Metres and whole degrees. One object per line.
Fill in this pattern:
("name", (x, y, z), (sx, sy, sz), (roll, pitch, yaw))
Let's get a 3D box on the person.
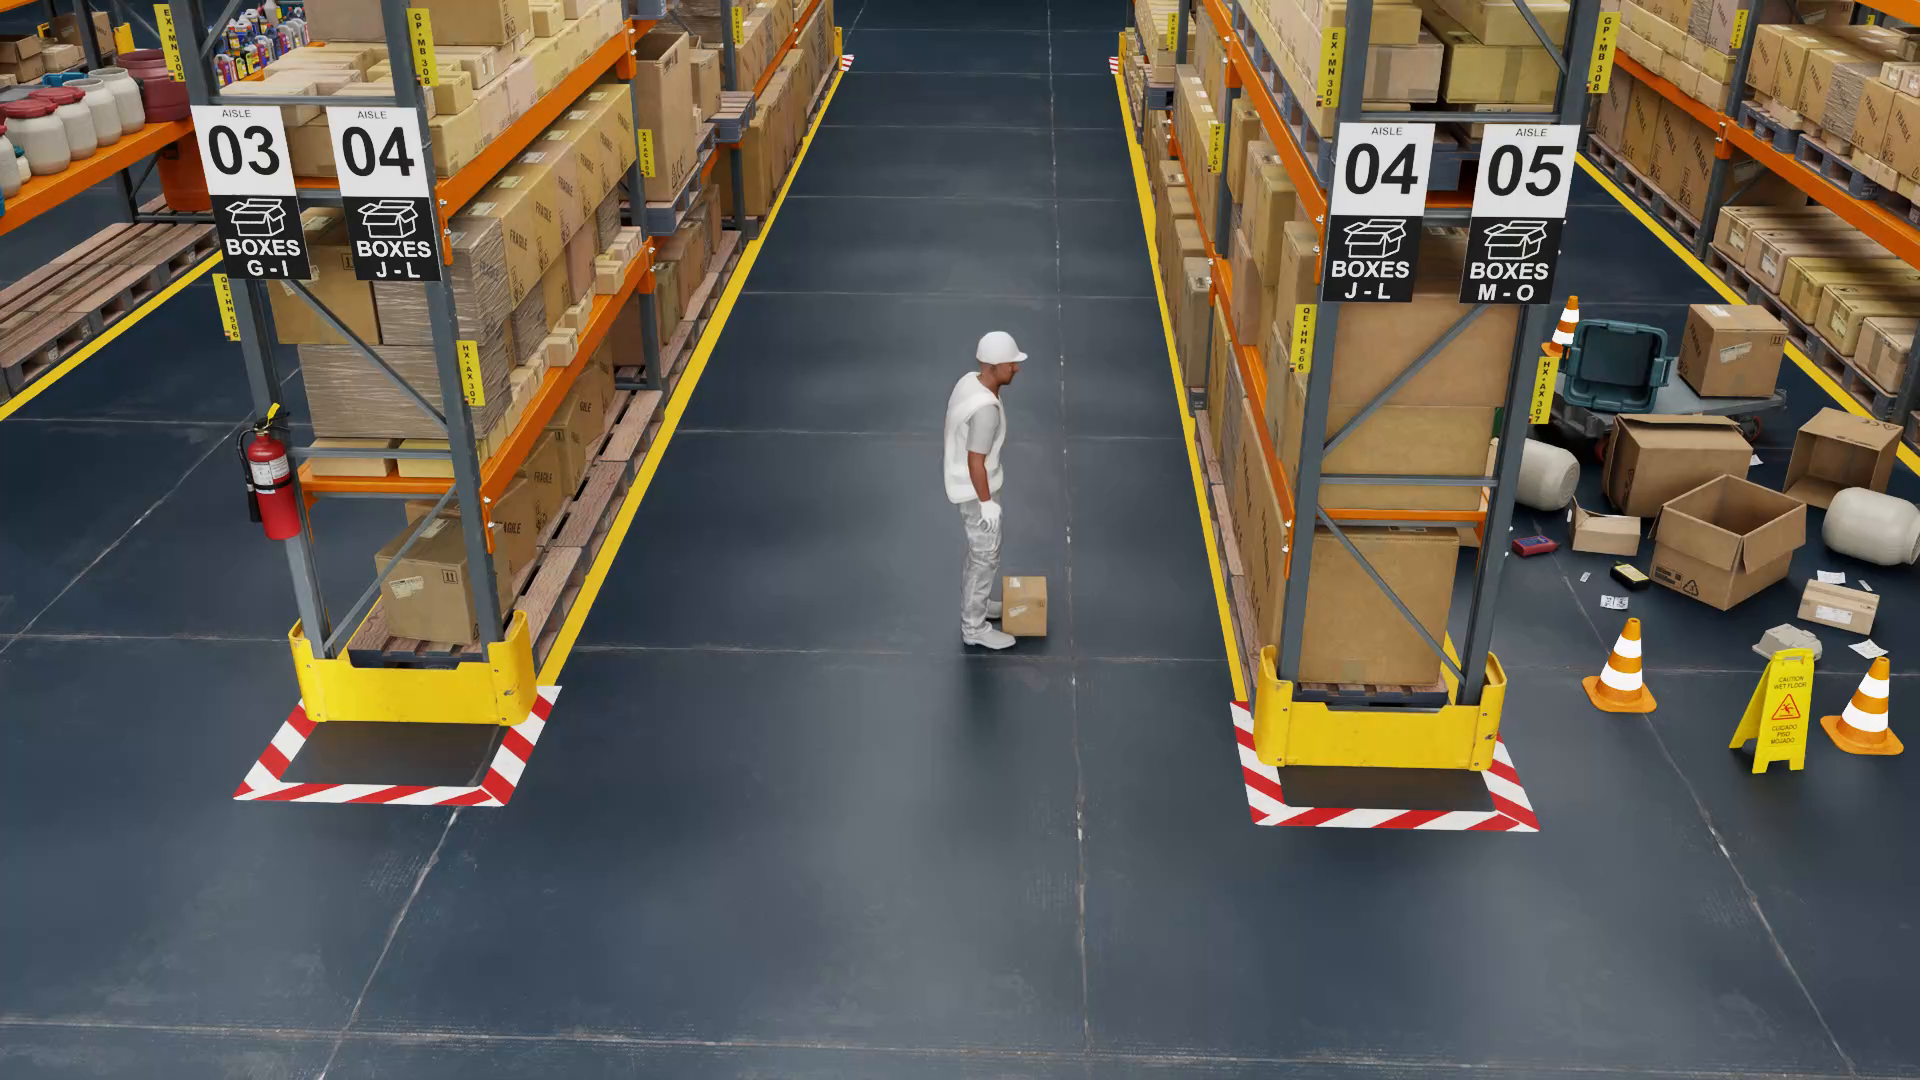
("person", (0.134, -0.294, 9.171), (0.450, 1.772, 0.619), (0, 28, -1))
